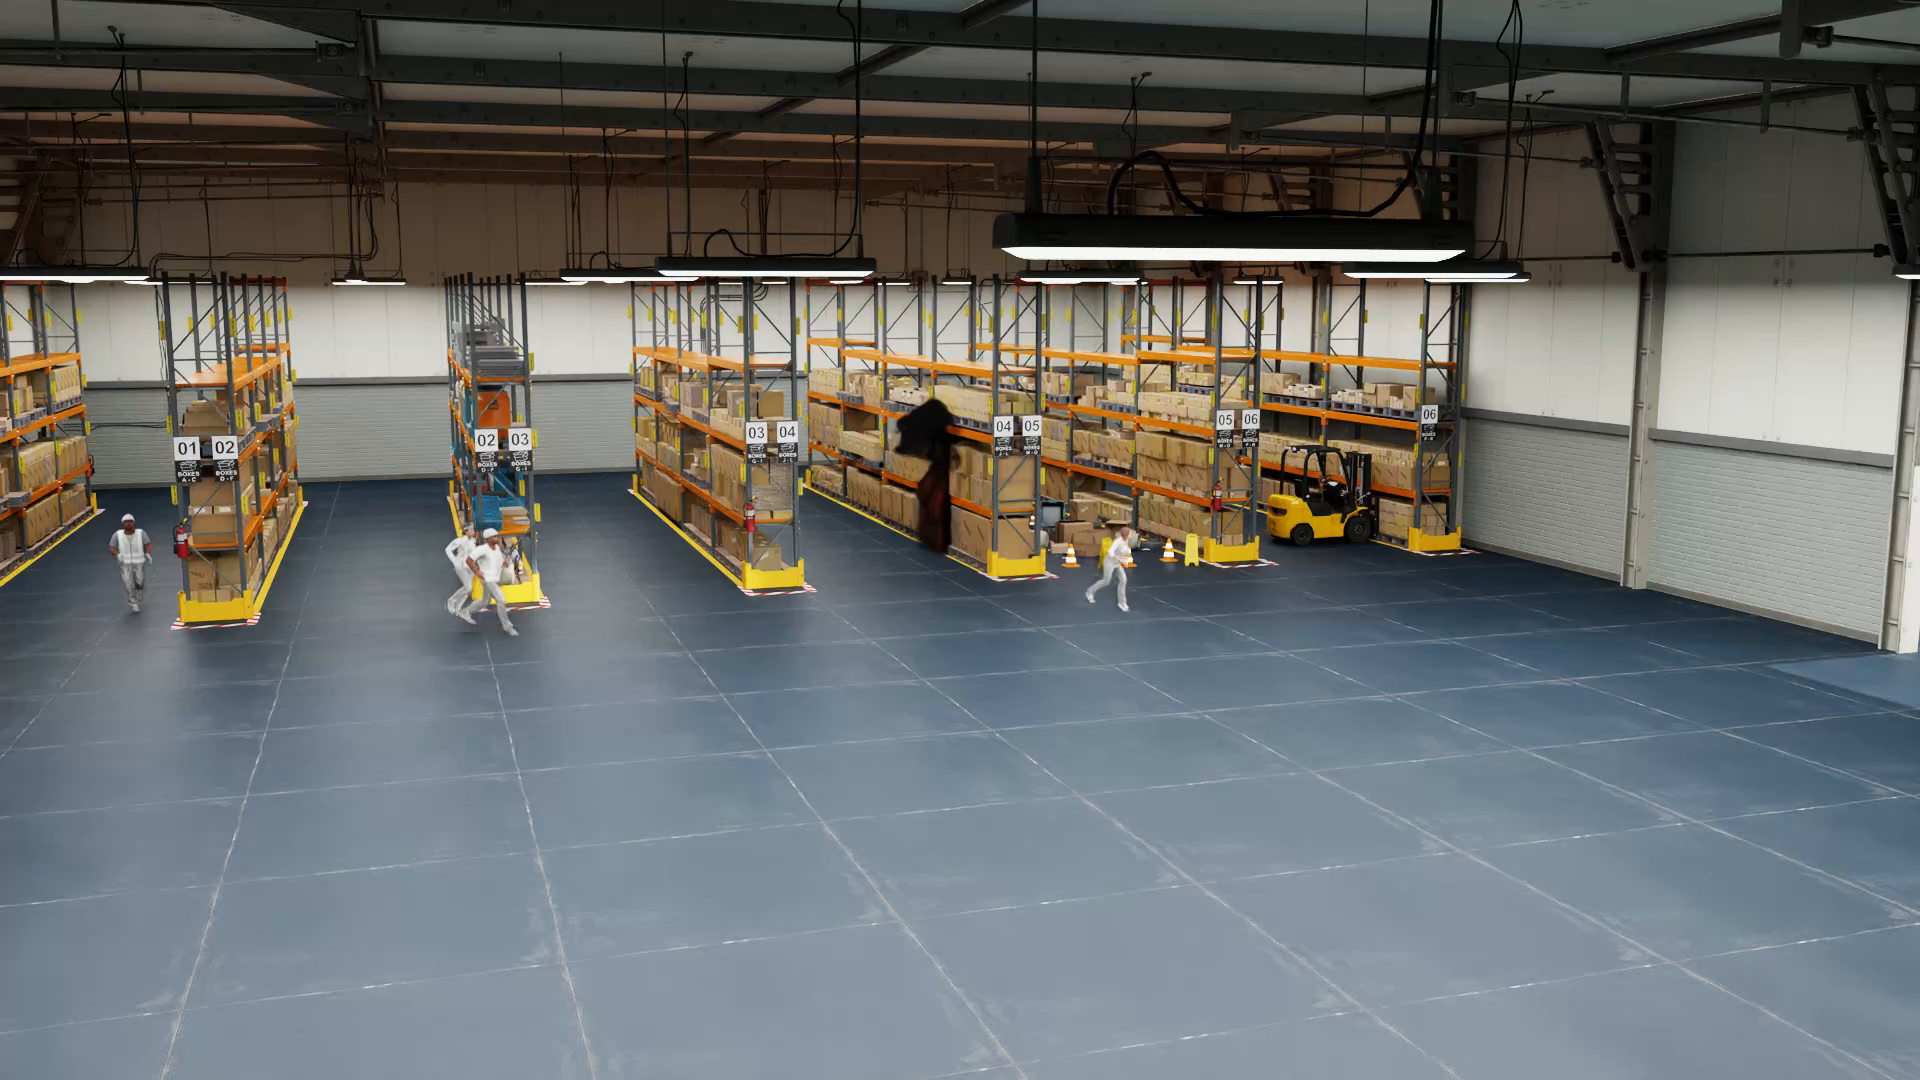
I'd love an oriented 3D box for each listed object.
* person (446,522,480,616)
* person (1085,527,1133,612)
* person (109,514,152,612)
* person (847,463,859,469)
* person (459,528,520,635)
[{"bbox_3d":[-8.701,0.501,29.363,0.511,1.646,0.646,4,10,25],"label":"person"},{"bbox_3d":[2.677,0.496,29.904,0.921,1.546,0.577,5,10,30],"label":"person"},{"bbox_3d":[-14.789,0.408,29.684,0.685,1.737,0.567,-5,10,-28],"label":"person"},{"bbox_3d":[-3.315,-2.676,50.605,0.711,1.592,0.533,-6,10,-33],"label":"person"},{"bbox_3d":[-7.869,0.699,27.748,1.067,1.815,0.663,1,9,4],"label":"person"}]
